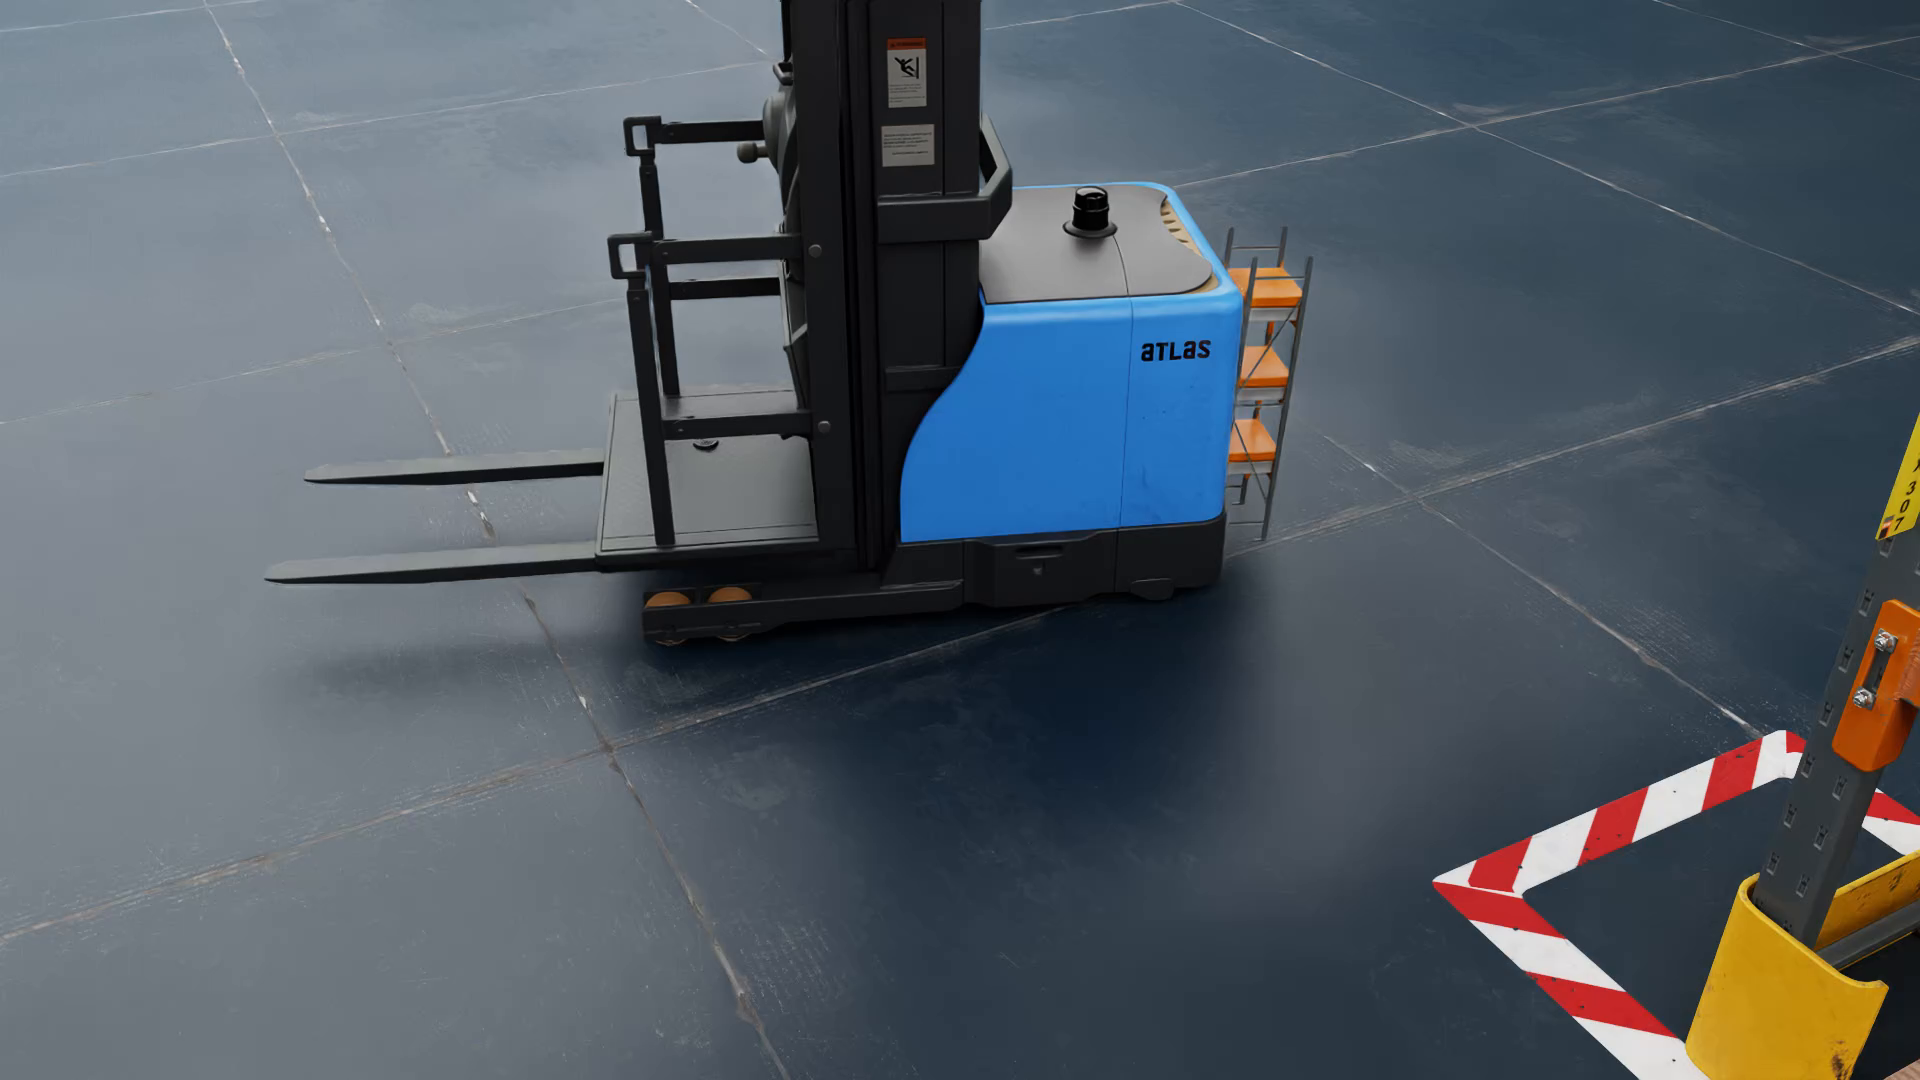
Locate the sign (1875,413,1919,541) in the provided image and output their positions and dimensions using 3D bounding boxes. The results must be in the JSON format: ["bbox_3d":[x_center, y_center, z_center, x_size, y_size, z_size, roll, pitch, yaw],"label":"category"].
[{"bbox_3d":[1.704,-0.149,2.945,0.100,0.325,0.005,-16,36,-23],"label":"sign"}]

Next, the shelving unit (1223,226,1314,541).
[{"bbox_3d":[0.962,-0.504,5.554,0.215,1.050,0.252,-3,33,-9],"label":"shelving unit"}]

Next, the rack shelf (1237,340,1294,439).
[{"bbox_3d":[0.962,-0.495,5.559,0.215,0.259,0.240,-3,33,-9],"label":"rack shelf"}]

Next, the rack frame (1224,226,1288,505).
[{"bbox_3d":[0.942,-0.569,5.655,0.200,1.050,0.008,-3,33,-9],"label":"rack frame"}]

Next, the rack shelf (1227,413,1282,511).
[{"bbox_3d":[0.949,-0.260,5.708,0.215,0.259,0.240,-3,33,-9],"label":"rack shelf"}]

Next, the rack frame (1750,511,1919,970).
[{"bbox_3d":[2.192,-0.168,3.232,1.000,3.000,0.127,-16,36,-23],"label":"rack frame"}]

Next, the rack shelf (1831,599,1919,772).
[{"bbox_3d":[3.125,1.089,1.936,1.077,0.370,4.000,-16,36,-23],"label":"rack shelf"}]

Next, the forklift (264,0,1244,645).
[{"bbox_3d":[-0.698,-1.207,4.917,3.031,2.935,1.130,-4,33,-6],"label":"forklift"}]

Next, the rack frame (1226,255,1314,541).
[{"bbox_3d":[0.982,-0.439,5.453,0.200,1.050,0.008,-3,33,-9],"label":"rack frame"}]

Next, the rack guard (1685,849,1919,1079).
[{"bbox_3d":[2.270,0.909,3.868,1.175,0.500,0.348,-16,36,-23],"label":"rack guard"}]

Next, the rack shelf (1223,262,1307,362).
[{"bbox_3d":[0.975,-0.734,5.408,0.215,0.259,0.240,-3,33,-9],"label":"rack shelf"}]
